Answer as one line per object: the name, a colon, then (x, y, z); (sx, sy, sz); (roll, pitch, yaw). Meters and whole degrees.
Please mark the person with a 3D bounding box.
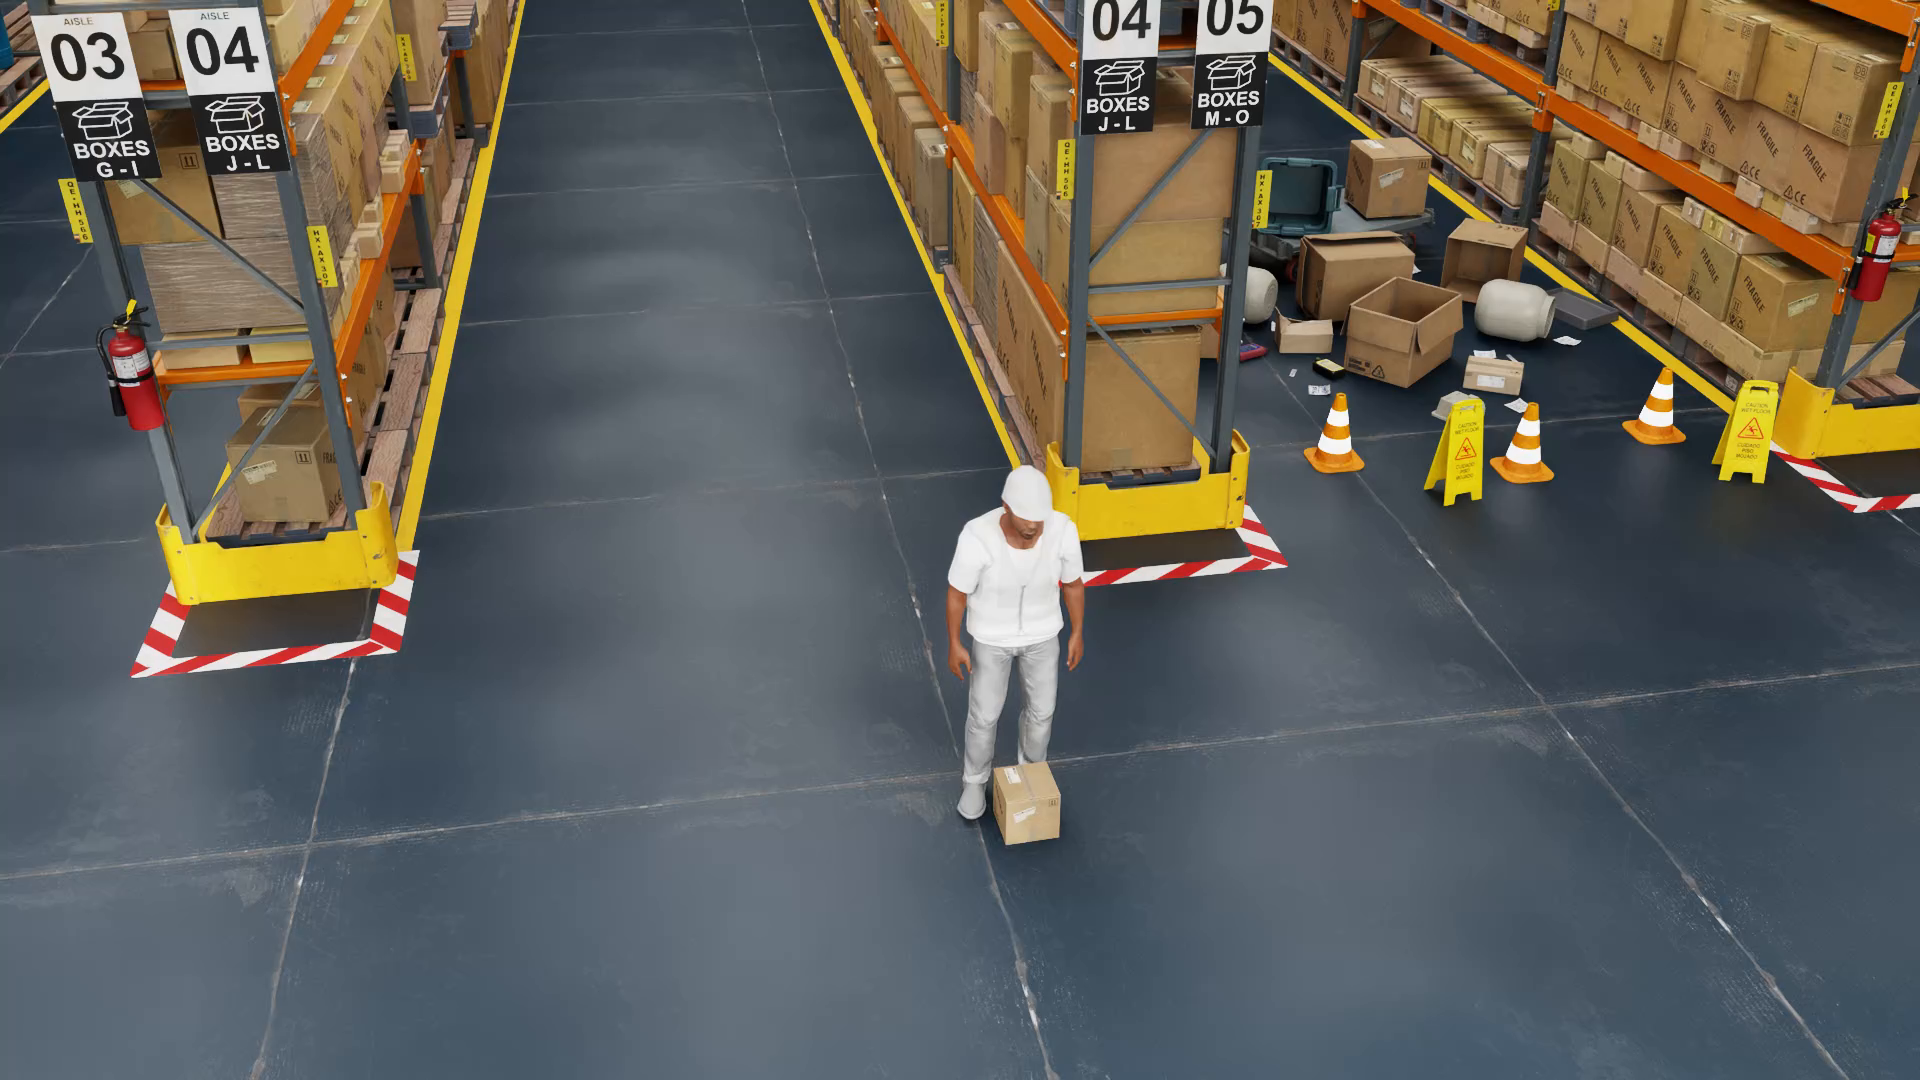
person: (0.250, 0.439, 7.378); (0.627, 1.757, 0.460); (-5, 31, -9)
